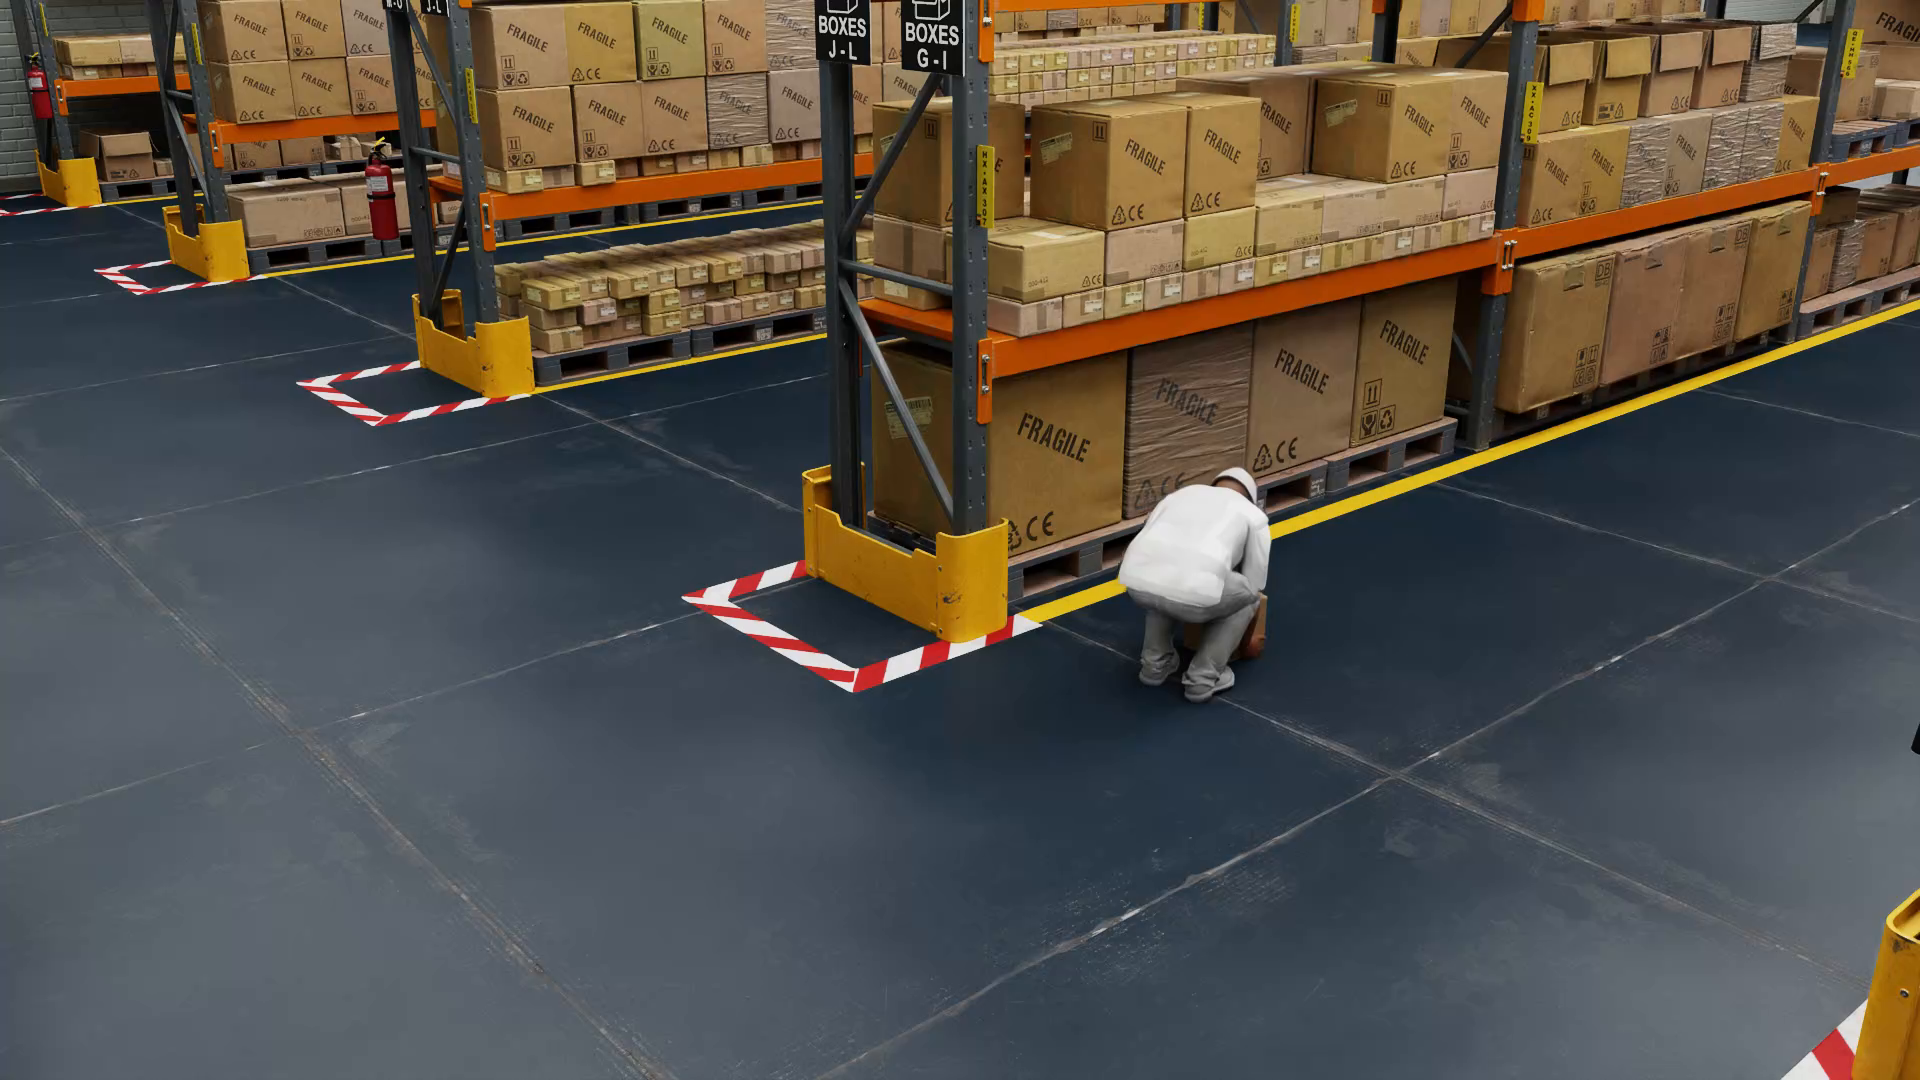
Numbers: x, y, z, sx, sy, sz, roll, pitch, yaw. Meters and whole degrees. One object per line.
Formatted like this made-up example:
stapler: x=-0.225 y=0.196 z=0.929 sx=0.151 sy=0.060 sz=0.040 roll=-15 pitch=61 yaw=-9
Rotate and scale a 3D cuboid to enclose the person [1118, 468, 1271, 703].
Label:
person: x=0.990 y=0.184 z=6.954 sx=0.525 sy=0.815 sz=0.966 roll=13 pitch=24 yaw=31
